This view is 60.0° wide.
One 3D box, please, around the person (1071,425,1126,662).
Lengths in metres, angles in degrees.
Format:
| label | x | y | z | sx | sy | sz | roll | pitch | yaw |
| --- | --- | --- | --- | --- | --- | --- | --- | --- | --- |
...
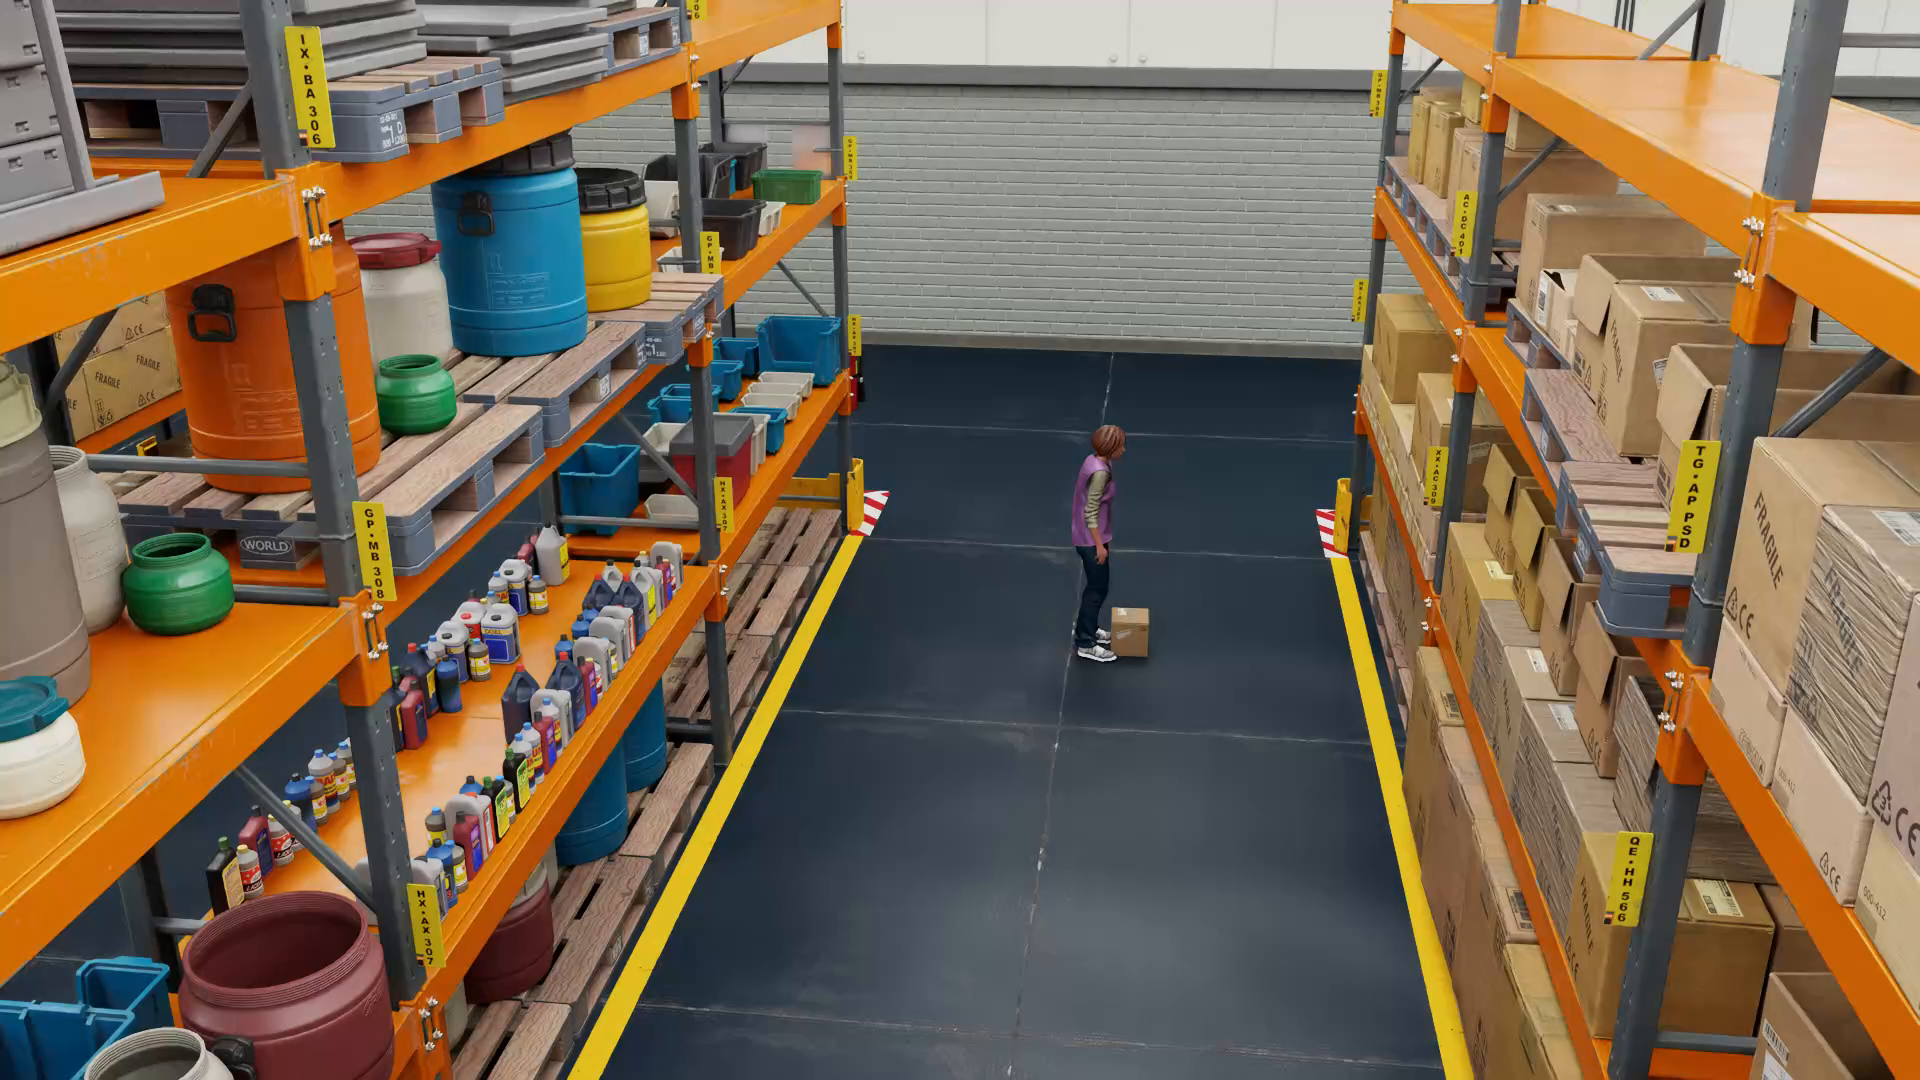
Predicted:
| label | x | y | z | sx | sy | sz | roll | pitch | yaw |
| --- | --- | --- | --- | --- | --- | --- | --- | --- | --- |
| person | 0.911 | -0.003 | 11.107 | 0.343 | 1.593 | 0.461 | 3 | 22 | 7 |
